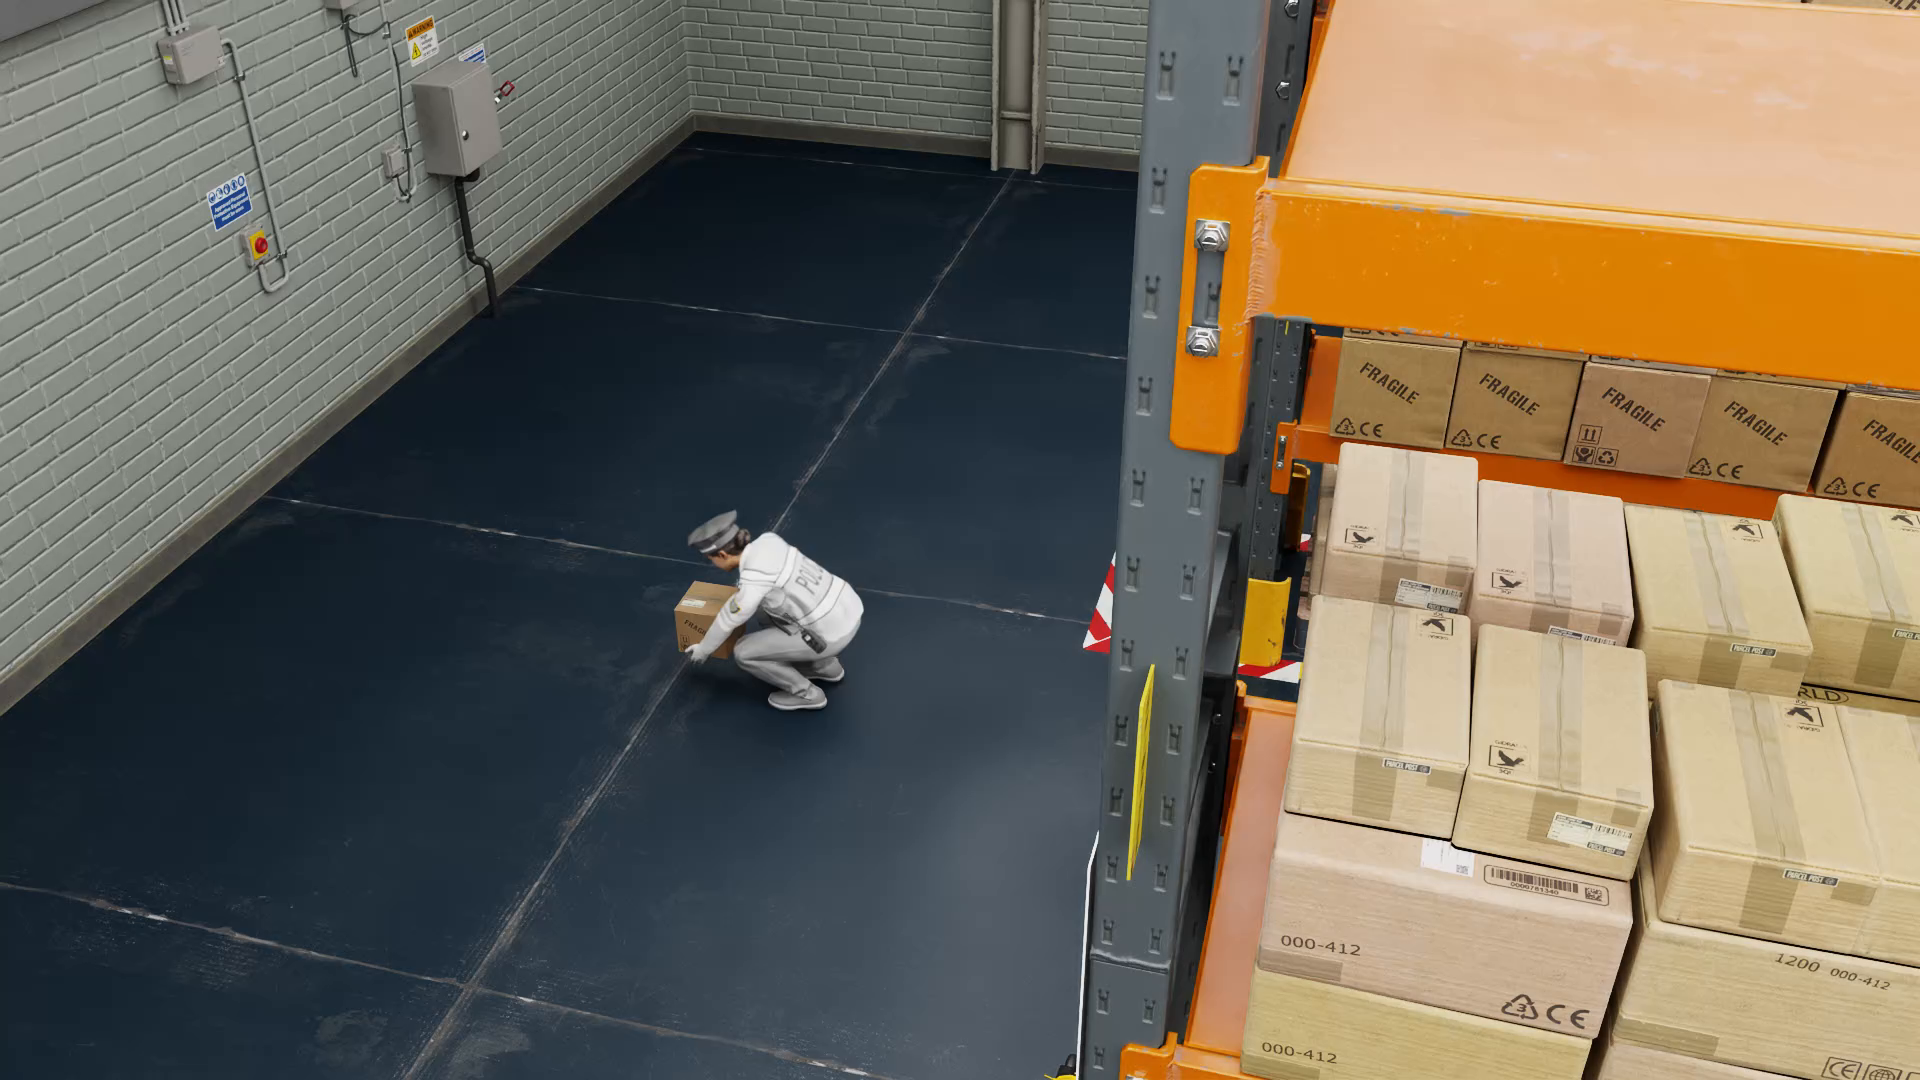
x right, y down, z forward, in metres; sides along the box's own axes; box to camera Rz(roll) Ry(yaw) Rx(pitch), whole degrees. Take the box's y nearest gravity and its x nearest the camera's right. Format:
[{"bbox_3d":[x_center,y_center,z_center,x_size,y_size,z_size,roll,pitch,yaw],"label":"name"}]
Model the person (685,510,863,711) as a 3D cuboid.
[{"bbox_3d":[-0.883,0.307,7.829,0.834,0.977,0.469,8,34,12],"label":"person"}]
